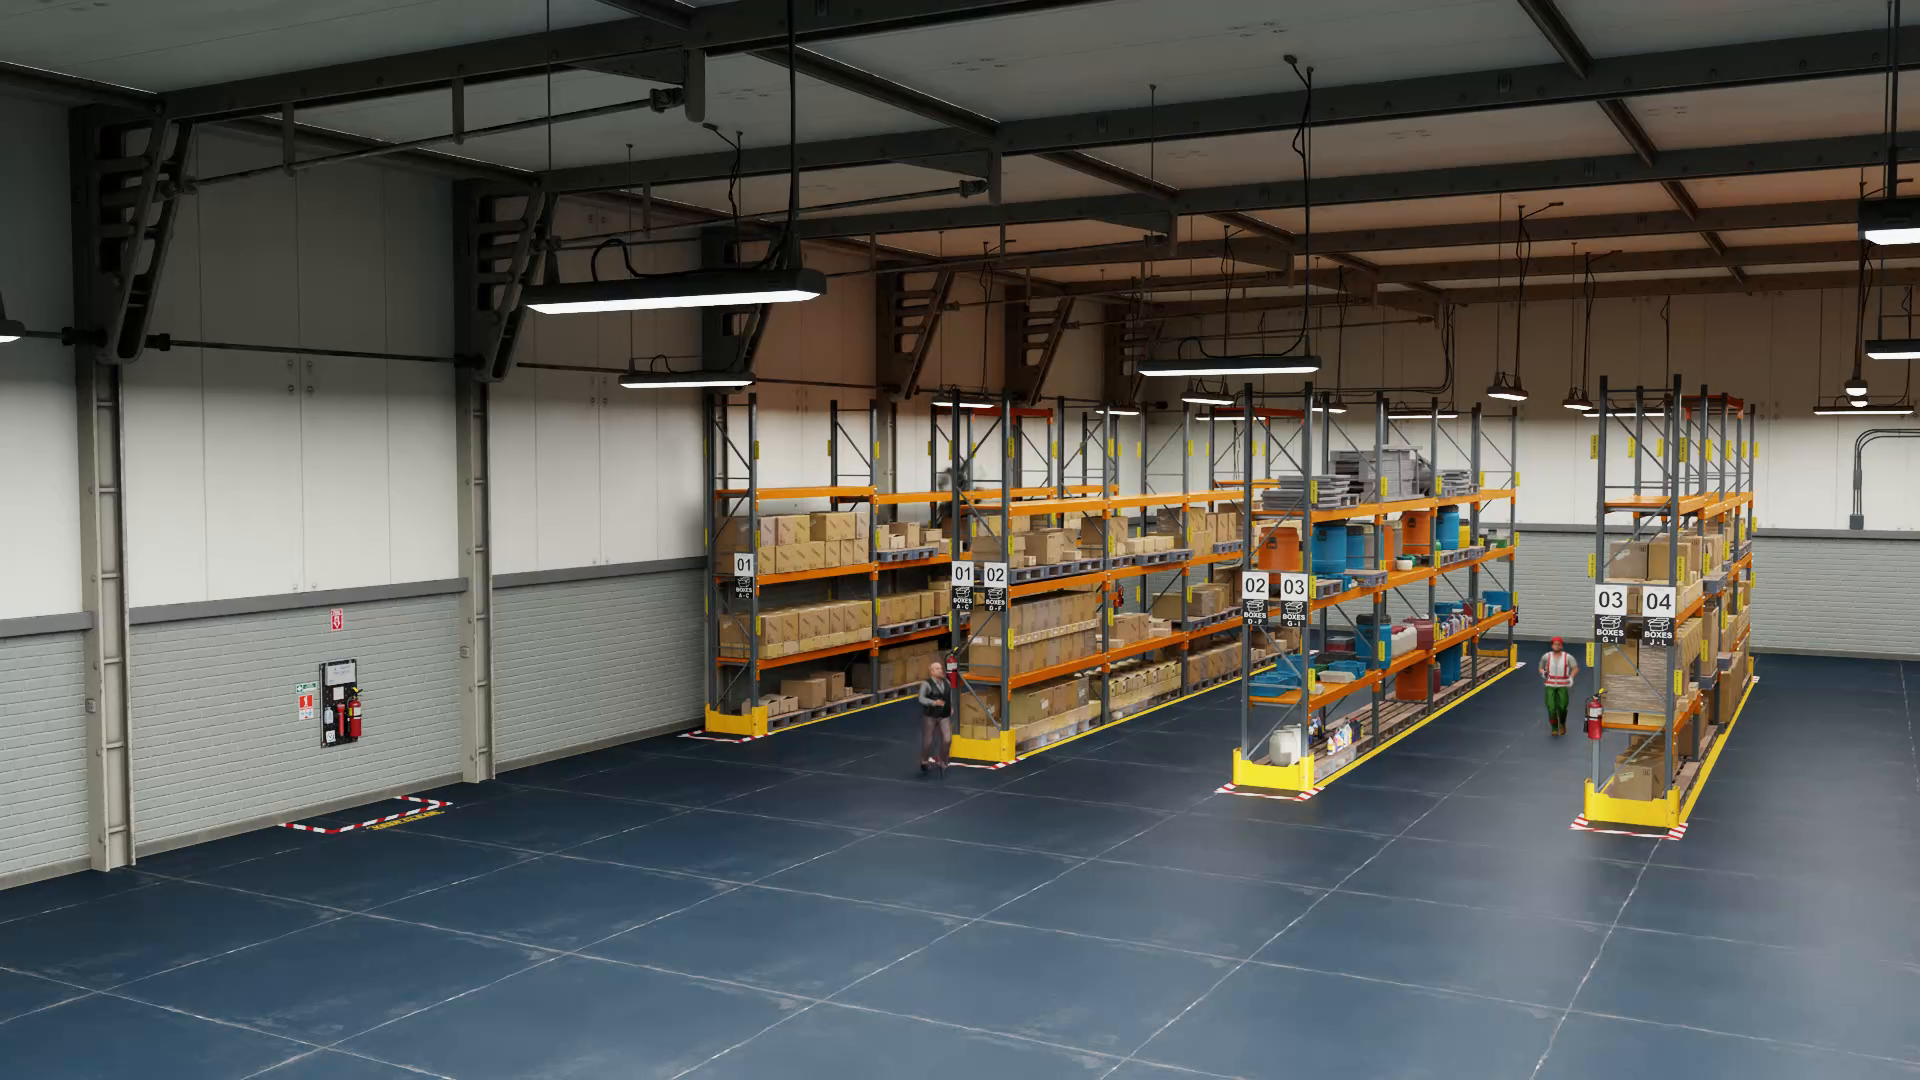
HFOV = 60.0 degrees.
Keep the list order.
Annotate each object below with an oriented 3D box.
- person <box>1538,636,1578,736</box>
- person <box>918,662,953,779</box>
[{"bbox_3d":[10.371,2.555,28.887,0.643,1.741,0.581,1,3,25],"label":"person"},{"bbox_3d":[-0.350,2.767,25.515,0.658,1.780,0.724,-1,3,-24],"label":"person"}]
